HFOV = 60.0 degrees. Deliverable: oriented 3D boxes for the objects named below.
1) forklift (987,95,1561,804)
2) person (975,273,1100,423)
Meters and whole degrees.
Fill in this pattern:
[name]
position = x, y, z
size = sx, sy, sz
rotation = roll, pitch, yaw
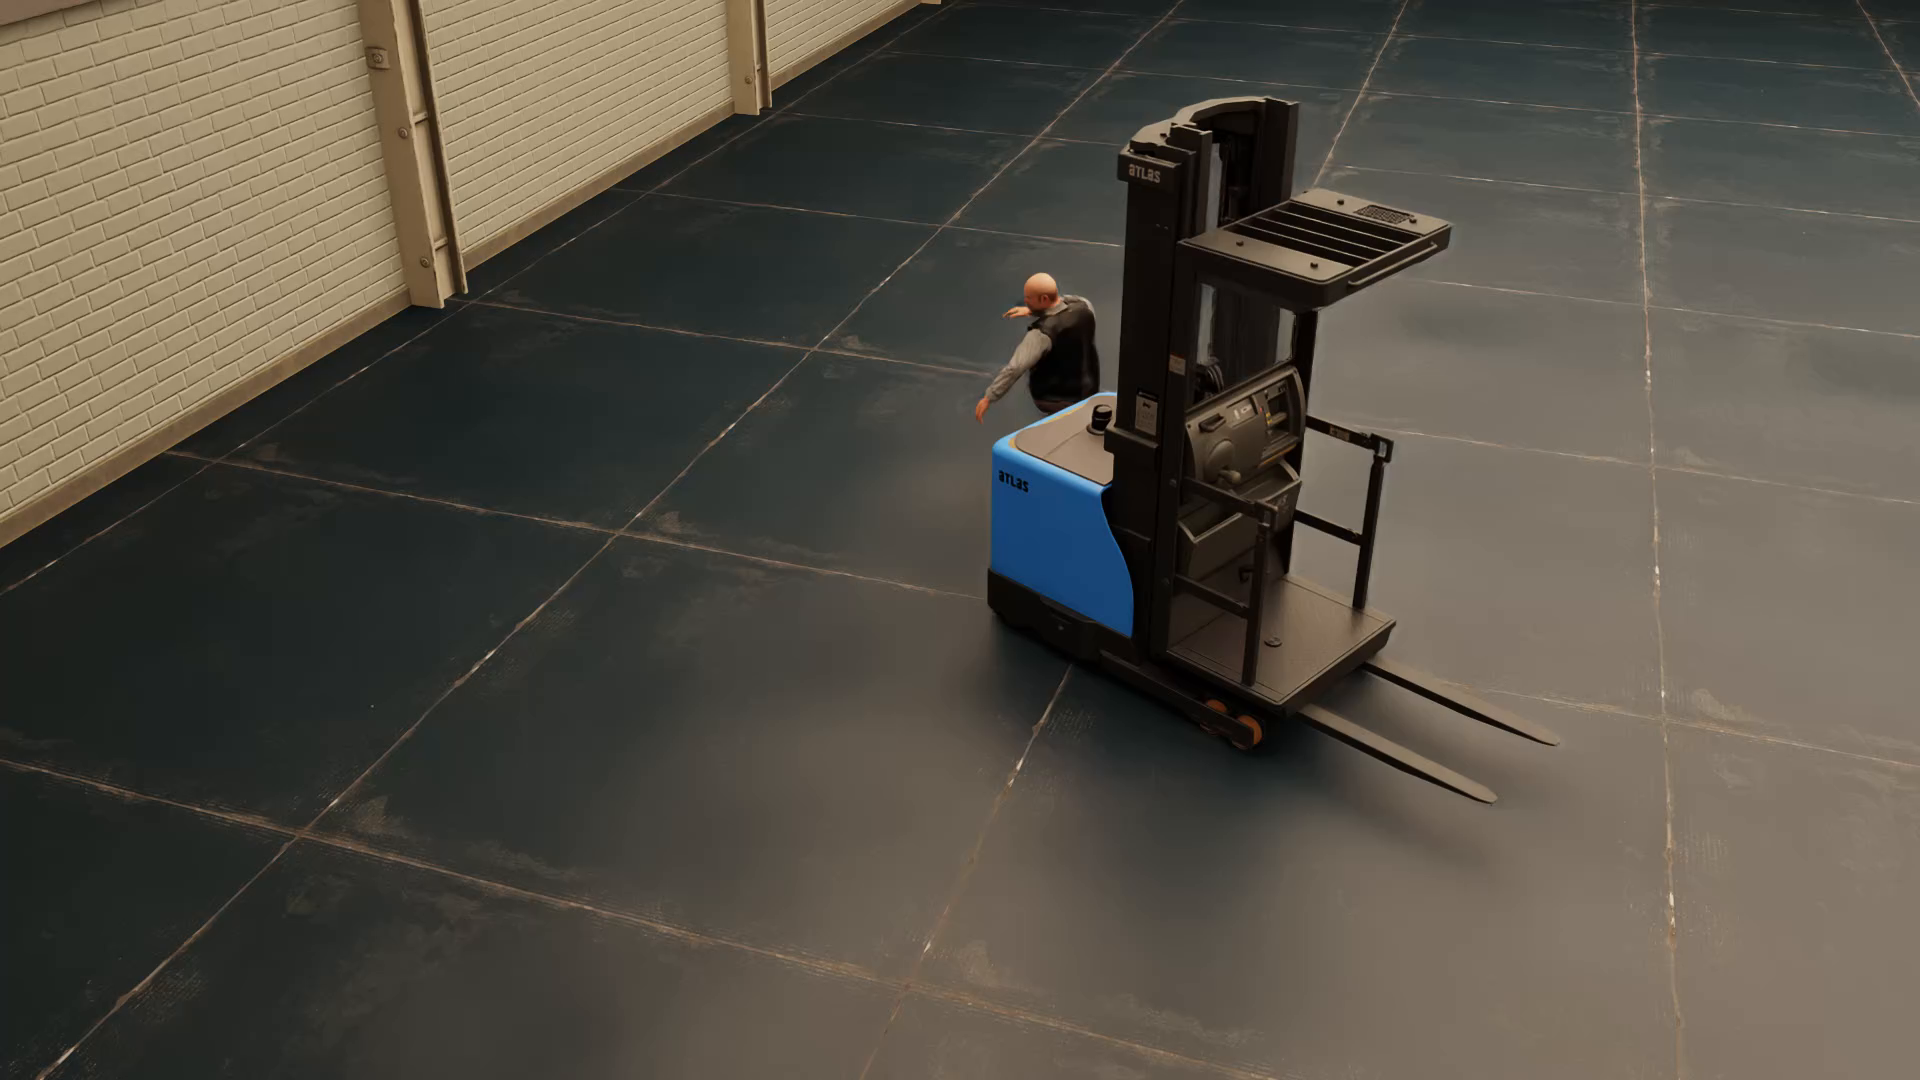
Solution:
[forklift]
position = 1.562, -0.524, 8.055
size = 3.031, 2.935, 1.130
rotation = 26, 38, 37
[person]
position = 0.503, -0.965, 10.378
size = 0.730, 1.490, 0.956
rotation = 5, 30, 8
